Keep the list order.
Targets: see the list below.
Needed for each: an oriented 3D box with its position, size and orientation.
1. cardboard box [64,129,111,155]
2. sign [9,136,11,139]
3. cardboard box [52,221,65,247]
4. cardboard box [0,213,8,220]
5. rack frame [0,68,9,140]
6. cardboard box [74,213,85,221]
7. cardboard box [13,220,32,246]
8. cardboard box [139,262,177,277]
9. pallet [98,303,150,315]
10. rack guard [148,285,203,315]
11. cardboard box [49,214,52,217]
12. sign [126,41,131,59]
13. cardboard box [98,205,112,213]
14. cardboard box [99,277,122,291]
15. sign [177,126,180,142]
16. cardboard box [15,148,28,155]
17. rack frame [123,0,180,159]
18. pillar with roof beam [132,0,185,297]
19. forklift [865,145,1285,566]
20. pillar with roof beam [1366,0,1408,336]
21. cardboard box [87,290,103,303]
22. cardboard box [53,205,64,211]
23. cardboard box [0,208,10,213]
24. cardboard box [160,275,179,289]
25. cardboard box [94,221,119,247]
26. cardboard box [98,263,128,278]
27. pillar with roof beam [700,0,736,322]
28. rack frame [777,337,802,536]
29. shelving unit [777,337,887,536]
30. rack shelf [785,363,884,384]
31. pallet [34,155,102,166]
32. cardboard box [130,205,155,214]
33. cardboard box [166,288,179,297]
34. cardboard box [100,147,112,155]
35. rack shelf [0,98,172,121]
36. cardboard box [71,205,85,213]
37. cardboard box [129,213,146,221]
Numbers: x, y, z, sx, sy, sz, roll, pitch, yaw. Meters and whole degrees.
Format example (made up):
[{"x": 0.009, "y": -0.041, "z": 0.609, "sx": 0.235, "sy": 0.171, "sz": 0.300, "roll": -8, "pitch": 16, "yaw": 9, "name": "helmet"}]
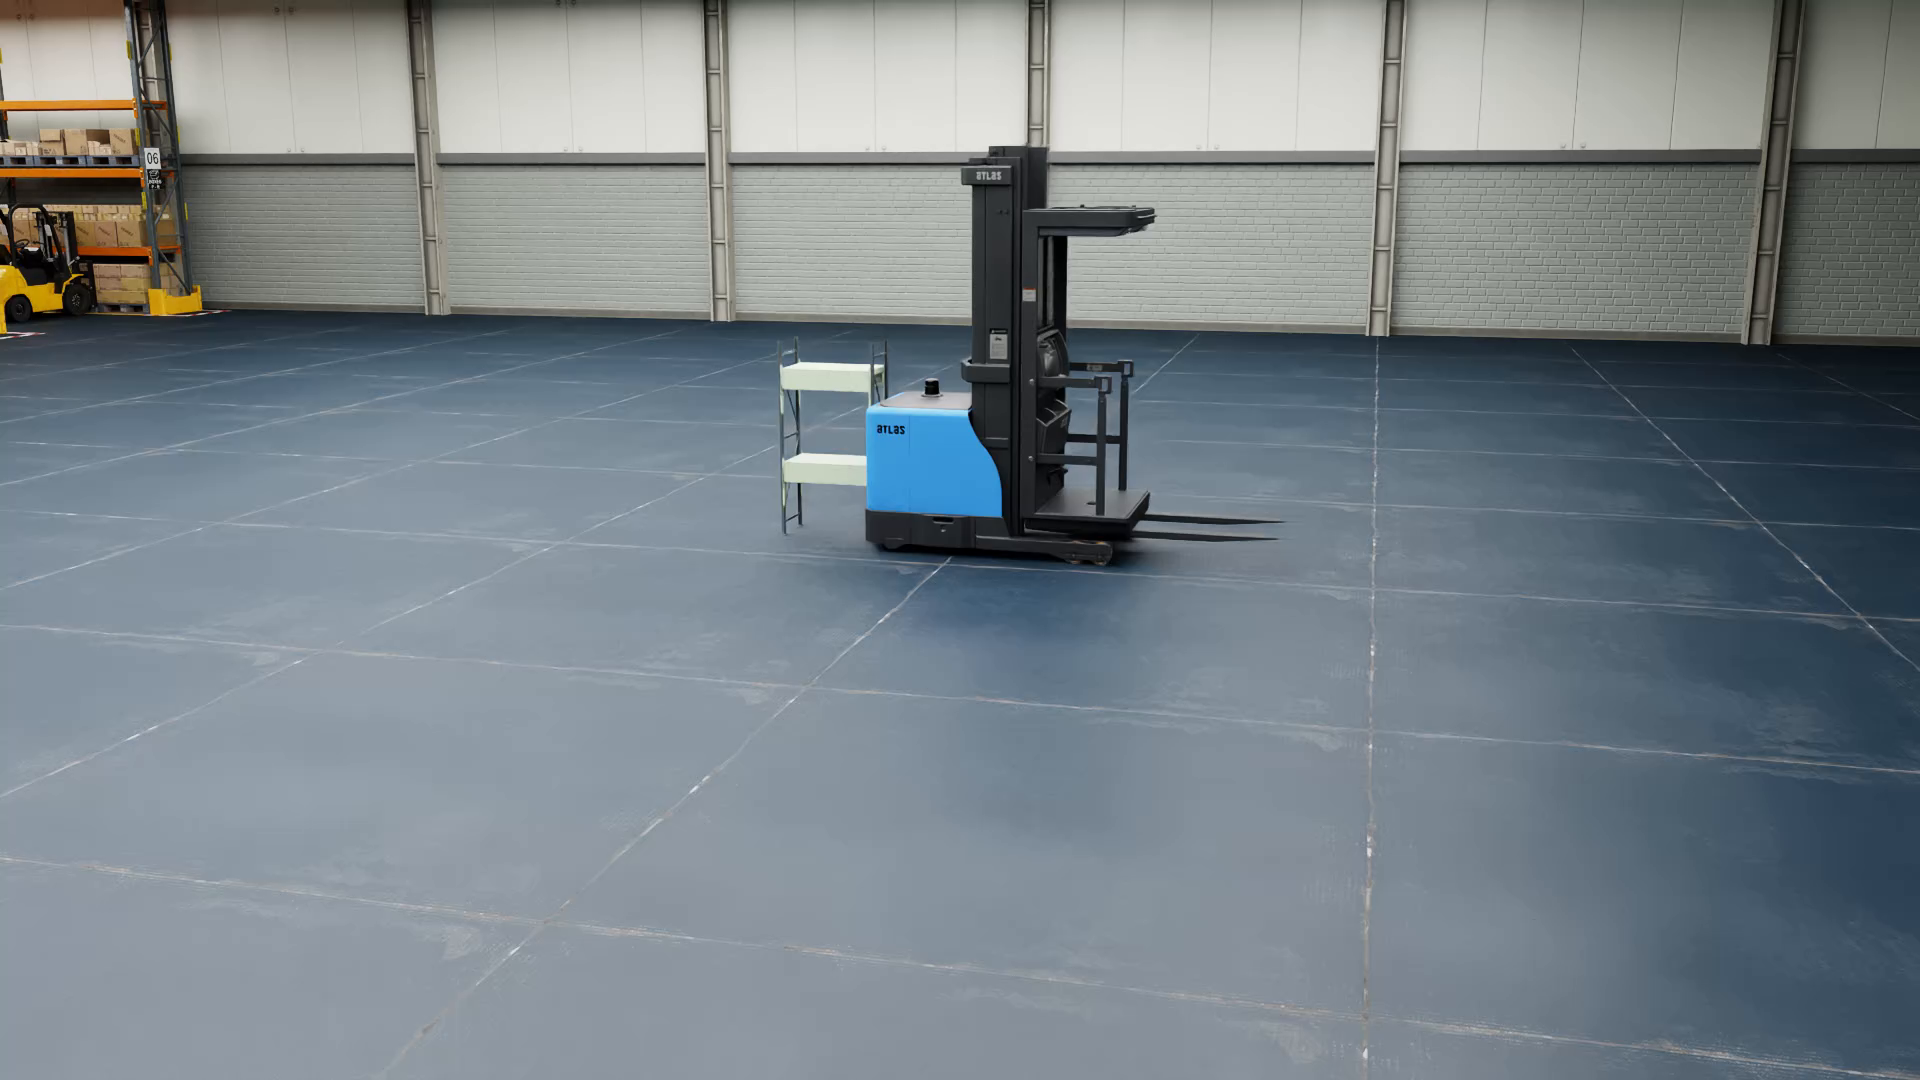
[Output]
[{"x": -17.117, "y": -7.819, "z": 32.694, "sx": 0.500, "sy": 0.500, "sz": 0.700, "roll": 3, "pitch": 13, "yaw": 14, "name": "cardboard box"}, {"x": -26.503, "y": -8.071, "z": 29.939, "sx": 11.899, "sy": 2.034, "sz": 11.111, "roll": 3, "pitch": 13, "yaw": 14, "name": "sign"}, {"x": -17.688, "y": -6.104, "z": 33.091, "sx": 0.500, "sy": 0.500, "sz": 0.500, "roll": 3, "pitch": 13, "yaw": 14, "name": "cardboard box"}, {"x": -19.043, "y": -6.494, "z": 33.350, "sx": 0.250, "sy": 0.149, "sz": 0.380, "roll": 3, "pitch": 13, "yaw": 15, "name": "cardboard box"}, {"x": -19.541, "y": -9.142, "z": 33.164, "sx": 0.127, "sy": 3.000, "sz": 1.000, "roll": 3, "pitch": 13, "yaw": 14, "name": "rack frame"}, {"x": -17.313, "y": -6.392, "z": 32.890, "sx": 0.255, "sy": 0.149, "sz": 0.383, "roll": 3, "pitch": 13, "yaw": 15, "name": "cardboard box"}, {"x": -18.664, "y": -6.161, "z": 33.346, "sx": 0.500, "sy": 0.500, "sz": 0.500, "roll": 3, "pitch": 13, "yaw": 15, "name": "cardboard box"}, {"x": -16.079, "y": -5.421, "z": 33.314, "sx": 0.500, "sy": 0.250, "sz": 0.500, "roll": 3, "pitch": 13, "yaw": 13, "name": "cardboard box"}, {"x": -16.410, "y": -4.676, "z": 33.320, "sx": 1.213, "sy": 0.211, "sz": 1.003, "roll": 3, "pitch": 13, "yaw": 14, "name": "pallet"}, {"x": -15.635, "y": -4.784, "z": 33.144, "sx": 0.348, "sy": 0.500, "sz": 1.175, "roll": 3, "pitch": 13, "yaw": 14, "name": "rack guard"}, {"x": -18.059, "y": -6.435, "z": 33.083, "sx": 0.250, "sy": 0.149, "sz": 0.380, "roll": 3, "pitch": 13, "yaw": 12, "name": "cardboard box"}, {"x": -15.802, "y": -9.316, "z": 31.608, "sx": 0.005, "sy": 0.325, "sz": 0.100, "roll": 3, "pitch": 13, "yaw": 14, "name": "sign"}, {"x": -16.788, "y": -6.534, "z": 32.842, "sx": 0.250, "sy": 0.149, "sz": 0.380, "roll": 3, "pitch": 13, "yaw": 14, "name": "cardboard box"}, {"x": -16.690, "y": -5.100, "z": 33.022, "sx": 0.500, "sy": 0.250, "sz": 0.500, "roll": 3, "pitch": 13, "yaw": 13, "name": "cardboard box"}, {"x": -15.519, "y": -8.052, "z": 32.975, "sx": 0.005, "sy": 0.325, "sz": 0.100, "roll": 3, "pitch": 13, "yaw": 14, "name": "sign"}, {"x": -18.432, "y": -7.682, "z": 32.888, "sx": 0.250, "sy": 0.149, "sz": 0.380, "roll": 3, "pitch": 13, "yaw": 15, "name": "cardboard box"}, {"x": -15.658, "y": -8.935, "z": 32.229, "sx": 0.127, "sy": 3.000, "sz": 1.000, "roll": 3, "pitch": 13, "yaw": 14, "name": "rack frame"}, {"x": -17.149, "y": -8.255, "z": 29.166, "sx": 0.548, "sy": 9.000, "sz": 9.100, "roll": 3, "pitch": 13, "yaw": 14, "name": "pillar with roof beam"}, {"x": 0.869, "y": -1.375, "z": 12.165, "sx": 3.031, "sy": 2.935, "sz": 1.130, "roll": 3, "pitch": 13, "yaw": 14, "name": "forklift"}, {"x": 6.151, "y": -7.010, "z": 23.552, "sx": 0.400, "sy": 9.000, "sz": 9.100, "roll": 3, "pitch": 13, "yaw": 14, "name": "pillar with roof beam"}, {"x": -17.154, "y": -4.882, "z": 33.192, "sx": 0.500, "sy": 0.250, "sz": 0.500, "roll": 3, "pitch": 13, "yaw": 14, "name": "cardboard box"}, {"x": -17.787, "y": -6.586, "z": 33.078, "sx": 0.250, "sy": 0.149, "sz": 0.380, "roll": 3, "pitch": 13, "yaw": 14, "name": "cardboard box"}, {"x": -19.023, "y": -6.654, "z": 33.386, "sx": 0.250, "sy": 0.149, "sz": 0.380, "roll": 3, "pitch": 13, "yaw": 14, "name": "cardboard box"}, {"x": -16.065, "y": -5.181, "z": 33.384, "sx": 0.500, "sy": 0.250, "sz": 0.500, "roll": 3, "pitch": 13, "yaw": 15, "name": "cardboard box"}, {"x": -16.700, "y": -6.054, "z": 32.864, "sx": 0.500, "sy": 0.500, "sz": 0.500, "roll": 3, "pitch": 13, "yaw": 15, "name": "cardboard box"}, {"x": -16.677, "y": -5.340, "z": 32.949, "sx": 0.500, "sy": 0.250, "sz": 0.500, "roll": 3, "pitch": 13, "yaw": 15, "name": "cardboard box"}, {"x": -5.499, "y": -7.632, "z": 26.359, "sx": 0.400, "sy": 9.000, "sz": 9.100, "roll": 3, "pitch": 13, "yaw": 14, "name": "pillar with roof beam"}, {"x": -1.319, "y": -0.807, "z": 12.910, "sx": 0.023, "sy": 1.500, "sz": 0.400, "roll": 3, "pitch": 13, "yaw": 14, "name": "rack frame"}, {"x": -0.968, "y": -0.787, "z": 12.820, "sx": 0.748, "sy": 1.500, "sz": 0.431, "roll": 3, "pitch": 13, "yaw": 14, "name": "shelving unit"}, {"x": -0.965, "y": -1.264, "z": 12.713, "sx": 0.686, "sy": 0.124, "sz": 0.368, "roll": 3, "pitch": 13, "yaw": 14, "name": "rack shelf"}, {"x": -17.526, "y": -7.532, "z": 33.037, "sx": 1.213, "sy": 0.211, "sz": 1.003, "roll": 3, "pitch": 13, "yaw": 14, "name": "pallet"}, {"x": -16.056, "y": -6.491, "z": 32.649, "sx": 0.250, "sy": 0.149, "sz": 0.380, "roll": 3, "pitch": 13, "yaw": 14, "name": "cardboard box"}, {"x": -16.577, "y": -5.768, "z": 33.406, "sx": 1.525, "sy": 1.888, "sz": 0.565, "roll": 3, "pitch": 13, "yaw": 14, "name": "cardboard box"}, {"x": -16.535, "y": -7.581, "z": 32.431, "sx": 0.250, "sy": 0.149, "sz": 0.380, "roll": 3, "pitch": 13, "yaw": 12, "name": "cardboard box"}, {"x": -17.600, "y": -8.492, "z": 32.818, "sx": 4.000, "sy": 0.370, "sz": 1.077, "roll": 3, "pitch": 13, "yaw": 14, "name": "rack shelf"}, {"x": -17.319, "y": -6.536, "z": 32.853, "sx": 0.250, "sy": 0.149, "sz": 0.380, "roll": 3, "pitch": 13, "yaw": 15, "name": "cardboard box"}, {"x": -16.062, "y": -6.330, "z": 32.613, "sx": 0.250, "sy": 0.149, "sz": 0.380, "roll": 3, "pitch": 13, "yaw": 14, "name": "cardboard box"}]
